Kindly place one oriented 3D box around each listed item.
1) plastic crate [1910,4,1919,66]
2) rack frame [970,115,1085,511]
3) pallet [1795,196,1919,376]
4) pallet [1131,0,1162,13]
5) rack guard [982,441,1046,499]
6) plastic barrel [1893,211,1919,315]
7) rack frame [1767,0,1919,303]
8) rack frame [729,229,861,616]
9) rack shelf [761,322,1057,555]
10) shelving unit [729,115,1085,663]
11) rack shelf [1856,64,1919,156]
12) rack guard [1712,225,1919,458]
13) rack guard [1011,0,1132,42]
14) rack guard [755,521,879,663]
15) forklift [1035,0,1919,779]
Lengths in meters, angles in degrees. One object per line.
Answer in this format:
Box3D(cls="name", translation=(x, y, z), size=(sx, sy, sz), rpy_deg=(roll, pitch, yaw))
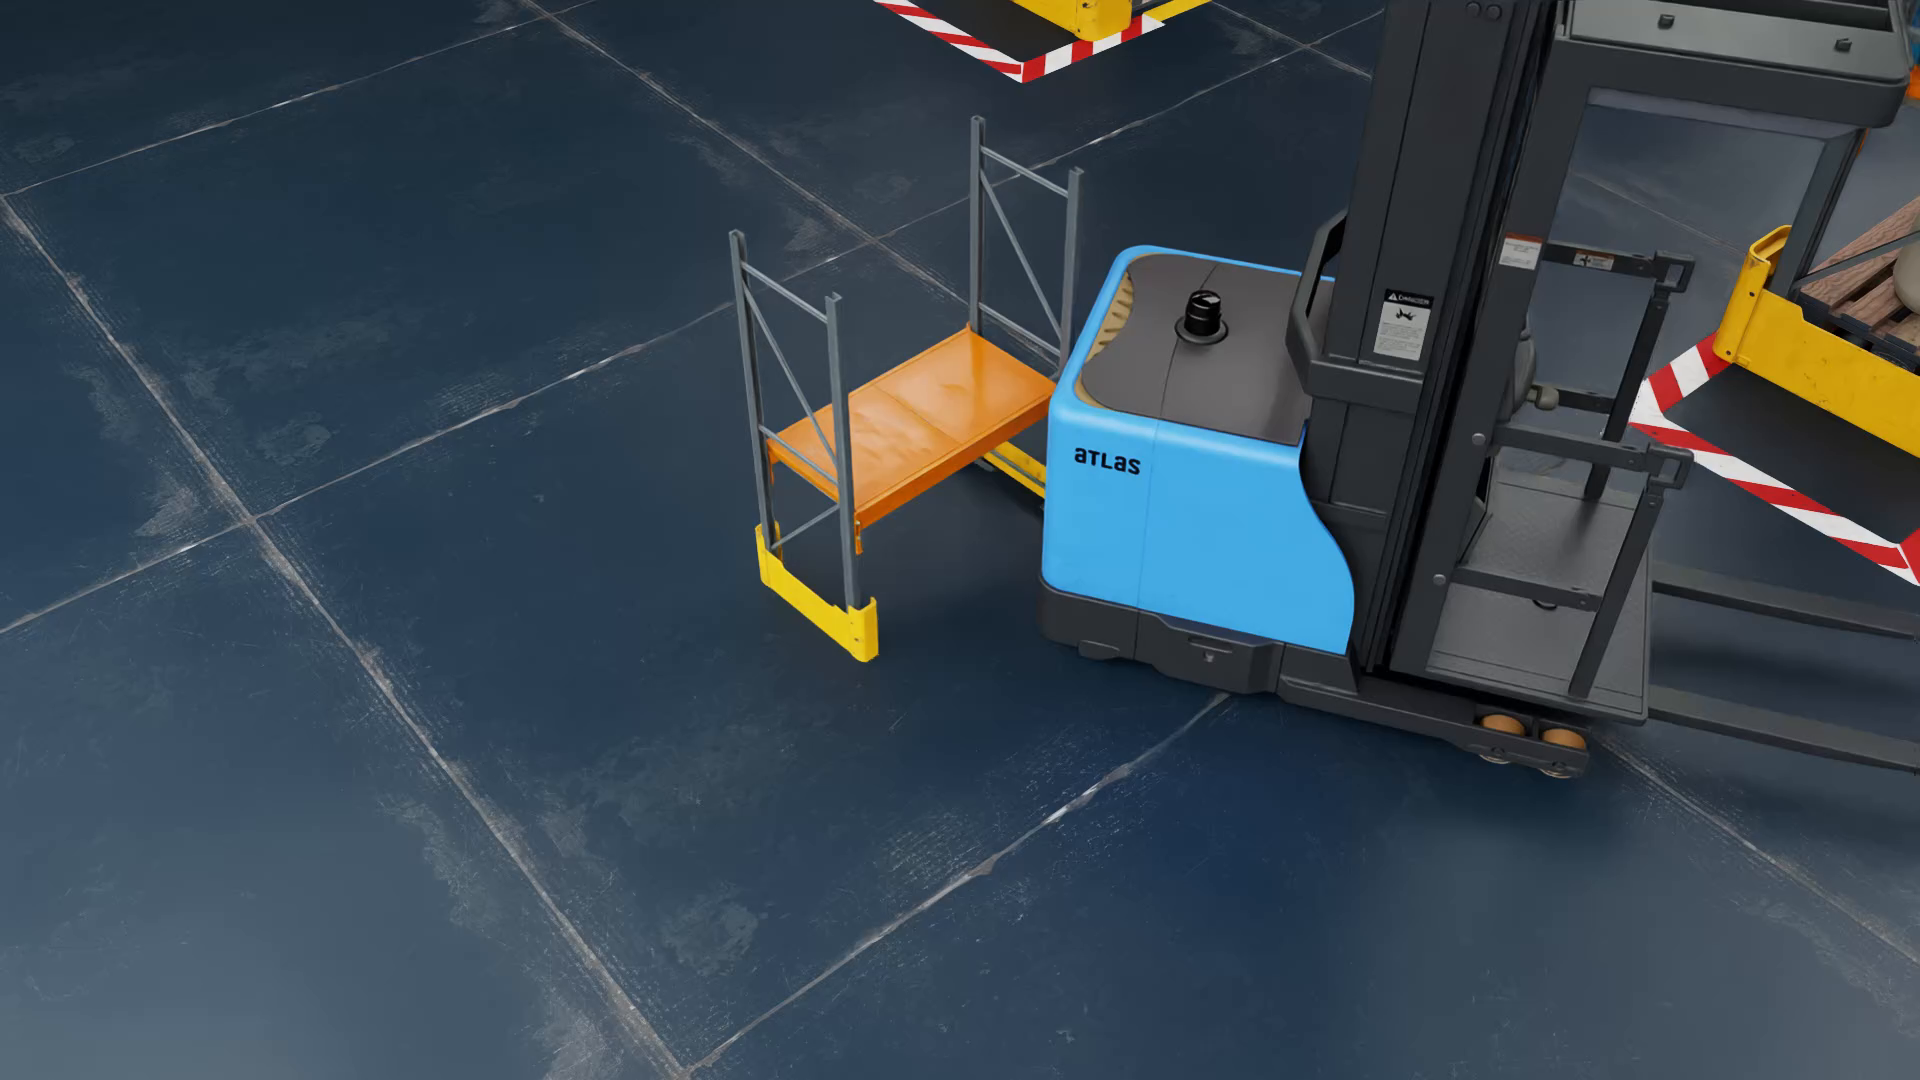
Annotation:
Box3D(cls="plastic crate", translation=(3.861, -1.940, 6.233), size=(0.616, 0.251, 0.499), rpy_deg=(-30, 51, -28))
Box3D(cls="rack frame", translation=(0.218, -0.748, 5.951), size=(0.032, 1.500, 0.500), rpy_deg=(-33, 52, -30))
Box3D(cls="pallet", translation=(4.324, -1.013, 7.174), size=(1.213, 0.211, 1.003), rpy_deg=(-30, 51, -28))
Box3D(cls="pallet", translation=(1.054, -3.561, 9.888), size=(1.213, 0.211, 1.003), rpy_deg=(-30, 51, -28))
Box3D(cls="rack guard", translation=(0.217, -0.292, 6.378), size=(0.087, 0.250, 0.587), rpy_deg=(-33, 52, -30))
Box3D(cls="plastic barrel", translation=(4.125, -1.193, 6.839), size=(0.421, 0.512, 0.421), rpy_deg=(0, 43, 0))
Box3D(cls="rack frame", translation=(3.669, -1.617, 5.781), size=(0.127, 3.000, 1.000), rpy_deg=(-30, 51, -28))
Box3D(cls="rack frame", translation=(-0.521, -0.270, 5.442), size=(0.032, 1.500, 0.500), rpy_deg=(-33, 52, -30))
Box3D(cls="rack shelf", translation=(-0.152, -0.378, 5.820), size=(1.000, 0.185, 0.538), rpy_deg=(-33, 52, -30))
Box3D(cls="shelving unit", translation=(-0.145, -0.513, 5.701), size=(1.083, 1.500, 0.587), rpy_deg=(-33, 52, -30))
Box3D(cls="rack shelf", translation=(5.203, -2.233, 6.963), size=(4.000, 0.370, 1.077), rpy_deg=(-30, 51, -28))
Box3D(cls="rack guard", translation=(3.697, -0.764, 6.698), size=(0.348, 0.500, 1.175), rpy_deg=(-30, 51, -28))
Box3D(cls="rack guard", translation=(0.476, -3.298, 9.397), size=(0.348, 0.500, 1.175), rpy_deg=(-30, 51, -28))
Box3D(cls="rack guard", translation=(-0.507, 0.176, 5.880), size=(0.087, 0.250, 0.587), rpy_deg=(-33, 52, -30))
Box3D(cls="forklift", translation=(1.839, -0.703, 4.858), size=(3.031, 2.935, 1.130), rpy_deg=(13, 45, 13))
